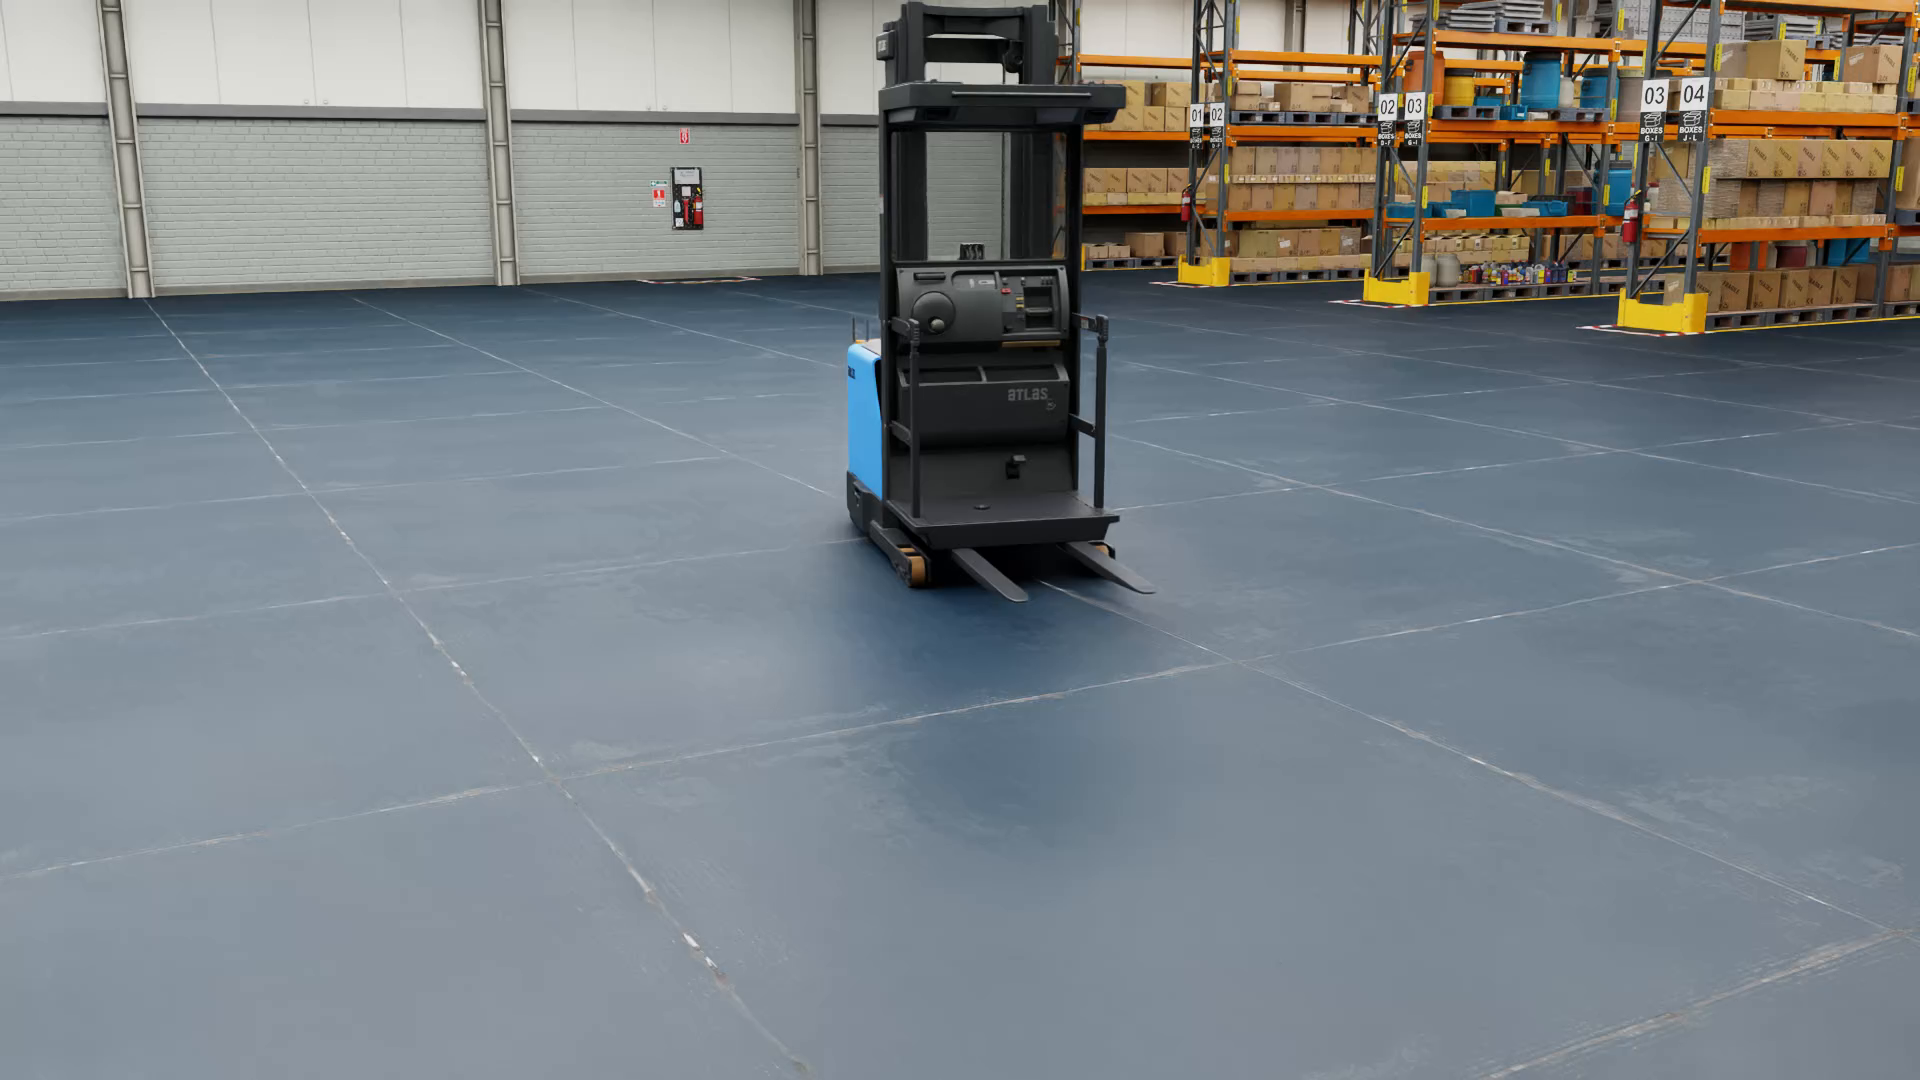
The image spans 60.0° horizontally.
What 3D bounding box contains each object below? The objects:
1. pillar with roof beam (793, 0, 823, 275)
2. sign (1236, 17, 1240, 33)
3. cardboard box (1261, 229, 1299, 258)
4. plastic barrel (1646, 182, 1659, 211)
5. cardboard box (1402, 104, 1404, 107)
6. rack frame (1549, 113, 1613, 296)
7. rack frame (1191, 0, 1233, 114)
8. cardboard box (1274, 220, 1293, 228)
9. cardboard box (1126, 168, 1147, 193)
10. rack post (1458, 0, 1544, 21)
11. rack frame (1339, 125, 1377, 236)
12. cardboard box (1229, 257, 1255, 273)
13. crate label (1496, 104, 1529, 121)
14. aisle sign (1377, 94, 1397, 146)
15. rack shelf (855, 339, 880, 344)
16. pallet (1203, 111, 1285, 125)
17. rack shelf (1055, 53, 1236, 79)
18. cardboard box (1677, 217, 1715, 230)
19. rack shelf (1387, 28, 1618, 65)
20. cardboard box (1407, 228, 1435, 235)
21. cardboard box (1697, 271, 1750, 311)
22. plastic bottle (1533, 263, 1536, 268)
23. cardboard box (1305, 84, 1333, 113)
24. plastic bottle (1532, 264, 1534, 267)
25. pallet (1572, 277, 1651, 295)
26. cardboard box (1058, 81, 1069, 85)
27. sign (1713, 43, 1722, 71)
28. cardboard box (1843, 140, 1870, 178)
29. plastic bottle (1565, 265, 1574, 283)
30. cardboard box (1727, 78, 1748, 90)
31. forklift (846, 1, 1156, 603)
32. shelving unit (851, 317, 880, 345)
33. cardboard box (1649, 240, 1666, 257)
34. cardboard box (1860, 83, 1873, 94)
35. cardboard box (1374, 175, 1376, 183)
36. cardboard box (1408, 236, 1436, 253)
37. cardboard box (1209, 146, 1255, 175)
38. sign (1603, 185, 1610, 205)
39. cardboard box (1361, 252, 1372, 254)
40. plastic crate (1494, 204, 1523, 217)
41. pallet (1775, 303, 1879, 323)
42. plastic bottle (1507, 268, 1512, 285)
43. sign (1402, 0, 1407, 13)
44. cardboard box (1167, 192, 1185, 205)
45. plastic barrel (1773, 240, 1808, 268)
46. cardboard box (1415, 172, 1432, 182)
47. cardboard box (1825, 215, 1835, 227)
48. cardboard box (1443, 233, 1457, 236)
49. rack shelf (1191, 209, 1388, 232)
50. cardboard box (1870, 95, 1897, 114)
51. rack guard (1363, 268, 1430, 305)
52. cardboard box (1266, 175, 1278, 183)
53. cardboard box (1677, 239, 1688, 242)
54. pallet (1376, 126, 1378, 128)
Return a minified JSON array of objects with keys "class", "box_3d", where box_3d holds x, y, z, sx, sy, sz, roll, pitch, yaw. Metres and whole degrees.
[{"class":"pillar with roof beam","box_3d":[-0.897,-8.830,28.351,0.400,9.000,9.100,-7,14,-28]},{"class":"sign","box_3d":[5.861,-10.860,35.060,0.005,0.325,0.100,-7,14,-28]},{"class":"cardboard box","box_3d":[5.931,-5.521,30.907,0.500,0.500,0.500,-7,14,-28]},{"class":"plastic barrel","box_3d":[11.953,-5.838,28.407,0.433,0.535,0.433,0,13,0]},{"class":"cardboard box","box_3d":[8.540,-8.249,31.984,0.500,0.250,0.500,-5,14,-22]},{"class":"rack frame","box_3d":[10.364,-5.636,27.819,0.127,3.000,1.000,-7,14,-28]},{"class":"rack frame","box_3d":[4.483,-9.097,29.534,0.127,3.000,1.000,-7,14,-28]},{"class":"cardboard box","box_3d":[7.095,-7.089,37.260,0.500,0.250,0.500,-7,15,-29]},{"class":"cardboard box","box_3d":[3.564,-7.522,34.789,0.500,0.500,0.500,-7,15,-30]},{"class":"rack post","box_3d":[8.539,-8.315,26.232,0.954,0.300,0.937,-7,15,-29]},{"class":"rack frame","box_3d":[9.128,-7.966,38.173,0.127,3.000,1.000,-7,14,-28]},{"class":"cardboard box","box_3d":[5.060,-5.047,30.509,0.500,0.250,0.500,-7,14,-28]},{"class":"crate label","box_3d":[8.654,-6.739,26.229,0.408,0.251,0.502,-7,14,-28]},{"class":"aisle sign","box_3d":[6.648,-6.533,25.885,0.004,0.787,0.394,-7,14,-28]},{"class":"rack shelf","box_3d":[-0.391,-1.172,10.295,0.480,0.148,0.258,-6,14,-25]},{"class":"pallet","box_3d":[5.116,-7.660,30.182,1.213,0.211,1.003,-7,14,-28]},{"class":"rack shelf","box_3d":[3.862,-9.909,34.789,4.000,0.370,1.077,-7,14,-28]},{"class":"cardboard box","box_3d":[9.591,-4.122,21.665,0.250,0.149,0.380,-7,14,-28]},{"class":"rack shelf","box_3d":[8.609,-7.806,26.349,4.000,0.370,1.077,-7,14,-28]},{"class":"cardboard box","box_3d":[10.608,-7.265,38.998,0.750,0.750,0.750,-7,14,-28]},{"class":"cardboard box","box_3d":[10.291,-3.378,22.523,0.500,0.500,0.500,-3,13,-13]},{"class":"plastic bottle","box_3d":[9.655,-4.516,28.030,0.133,0.283,0.061,-7,14,-28]},{"class":"cardboard box","box_3d":[6.488,-8.229,30.999,0.637,0.503,0.797,-5,14,-22]},{"class":"plastic bottle","box_3d":[9.604,-4.533,28.122,0.135,0.276,0.152,-6,14,-26]},{"class":"pallet","box_3d":[11.035,-4.365,28.526,1.213,0.211,1.003,-7,14,-28]},{"class":"cardboard box","box_3d":[2.359,-9.230,34.406,0.500,0.500,0.500,-6,14,-25]},{"class":"sign","box_3d":[9.487,-6.046,20.818,0.005,0.325,0.100,-7,14,-28]},{"class":"cardboard box","box_3d":[12.036,-5.210,22.744,0.500,0.500,0.500,-7,14,-28]},{"class":"plastic bottle","box_3d":[10.100,-4.411,27.562,0.133,0.283,0.061,-6,14,-25]},{"class":"cardboard box","box_3d":[9.853,-5.838,21.321,0.250,0.149,0.380,-6,14,-27]},{"class":"forklift","box_3d":[0.181,-1.279,8.616,1.130,2.935,3.031,-3,13,-14]},{"class":"shelving unit","box_3d":[-0.391,-0.789,10.381,0.503,1.200,0.258,-6,14,-25]},{"class":"cardboard box","box_3d":[14.720,-6.320,35.552,0.500,0.500,0.500,-7,14,-28]},{"class":"cardboard box","box_3d":[12.134,-6.123,22.584,0.250,0.149,0.380,-8,15,-31]},{"class":"cardboard box","box_3d":[7.858,-6.886,31.670,0.250,0.149,0.380,-7,14,-28]},{"class":"cardboard box","box_3d":[8.918,-5.775,32.466,0.500,0.311,0.500,-7,14,-29]},{"class":"cardboard box","box_3d":[4.945,-6.904,30.272,0.500,0.500,0.700,-7,14,-28]},{"class":"sign","box_3d":[10.618,-5.664,27.313,0.005,0.325,0.100,-7,14,-28]},{"class":"cardboard box","box_3d":[8.219,-5.554,32.761,0.500,0.250,0.500,-7,14,-28]},{"class":"plastic crate","box_3d":[9.037,-5.444,27.450,0.662,0.188,0.450,-7,14,-28]},{"class":"pallet","box_3d":[12.165,-3.243,23.540,1.213,0.211,1.003,-7,14,-28]},{"class":"plastic bottle","box_3d":[8.895,-4.265,26.942,0.097,0.271,0.097,0,13,0]},{"class":"sign","box_3d":[8.238,-9.941,30.797,0.005,0.325,0.100,-7,14,-28]},{"class":"cardboard box","box_3d":[4.471,-7.267,35.362,0.500,0.250,0.500,-7,14,-28]},{"class":"plastic barrel","box_3d":[15.288,-5.259,30.679,0.708,0.588,0.600,-7,14,-28]},{"class":"cardboard box","box_3d":[10.577,-8.277,38.603,0.500,0.500,0.500,-7,14,-28]},{"class":"cardboard box","box_3d":[11.769,-4.392,22.863,0.250,0.149,0.380,-7,14,-28]},{"class":"cardboard box","box_3d":[9.999,-6.040,33.644,0.500,0.311,0.500,-7,15,-29]},{"class":"rack shelf","box_3d":[6.239,-6.029,31.207,4.000,0.370,1.077,-7,14,-28]},{"class":"cardboard box","box_3d":[12.462,-5.973,22.829,0.500,0.250,0.500,-6,14,-26]},{"class":"rack guard","box_3d":[6.897,-4.012,26.300,0.348,0.500,1.175,-7,14,-28]},{"class":"cardboard box","box_3d":[5.603,-6.615,30.467,0.250,0.149,0.380,-7,14,-29]},{"class":"cardboard box","box_3d":[16.038,-6.529,36.909,0.500,0.311,0.500,-7,14,-28]},{"class":"pallet","box_3d":[8.762,-8.056,32.178,1.217,0.209,0.805,-8,15,-30]}]
